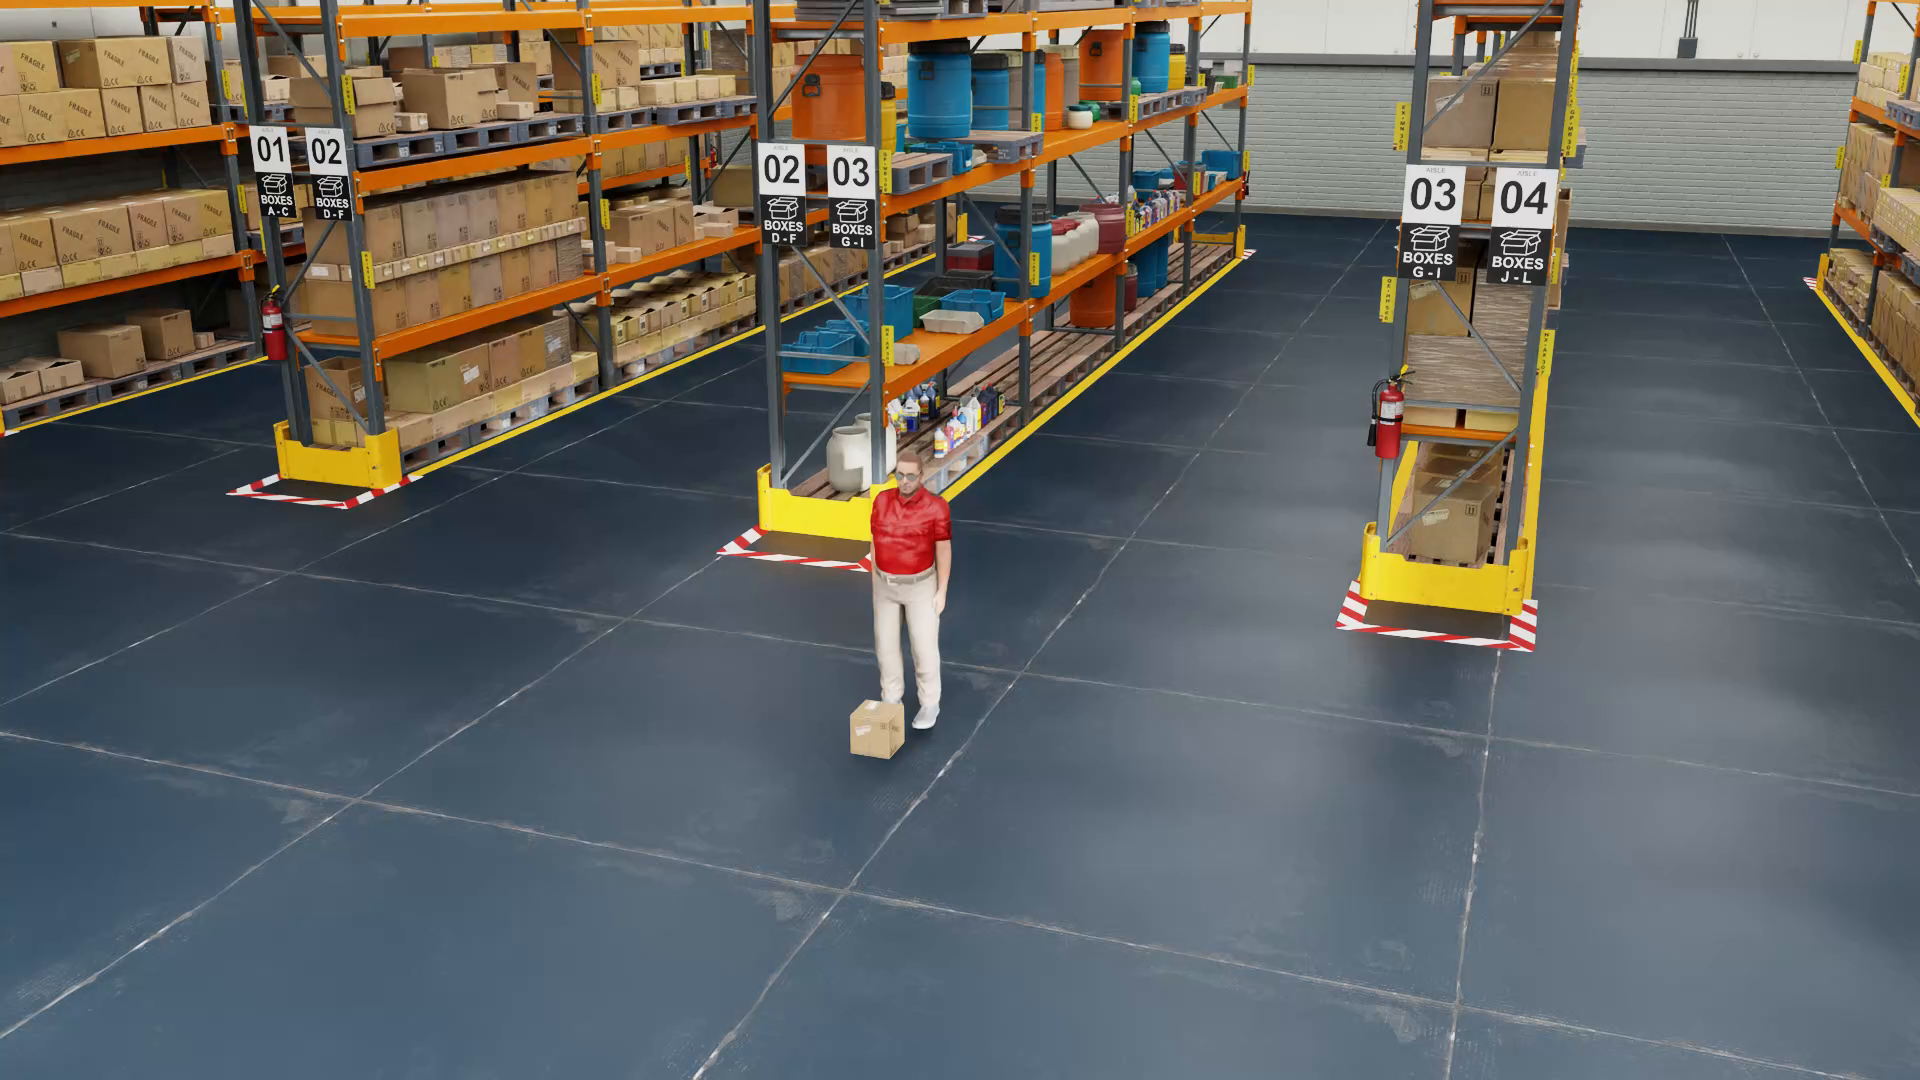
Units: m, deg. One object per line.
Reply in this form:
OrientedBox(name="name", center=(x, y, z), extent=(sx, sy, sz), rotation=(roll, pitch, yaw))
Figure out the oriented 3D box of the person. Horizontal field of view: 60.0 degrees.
OrientedBox(name="person", center=(-0.319, 0.306, 10.192), extent=(0.527, 1.725, 0.360), rotation=(7, 20, 19))
